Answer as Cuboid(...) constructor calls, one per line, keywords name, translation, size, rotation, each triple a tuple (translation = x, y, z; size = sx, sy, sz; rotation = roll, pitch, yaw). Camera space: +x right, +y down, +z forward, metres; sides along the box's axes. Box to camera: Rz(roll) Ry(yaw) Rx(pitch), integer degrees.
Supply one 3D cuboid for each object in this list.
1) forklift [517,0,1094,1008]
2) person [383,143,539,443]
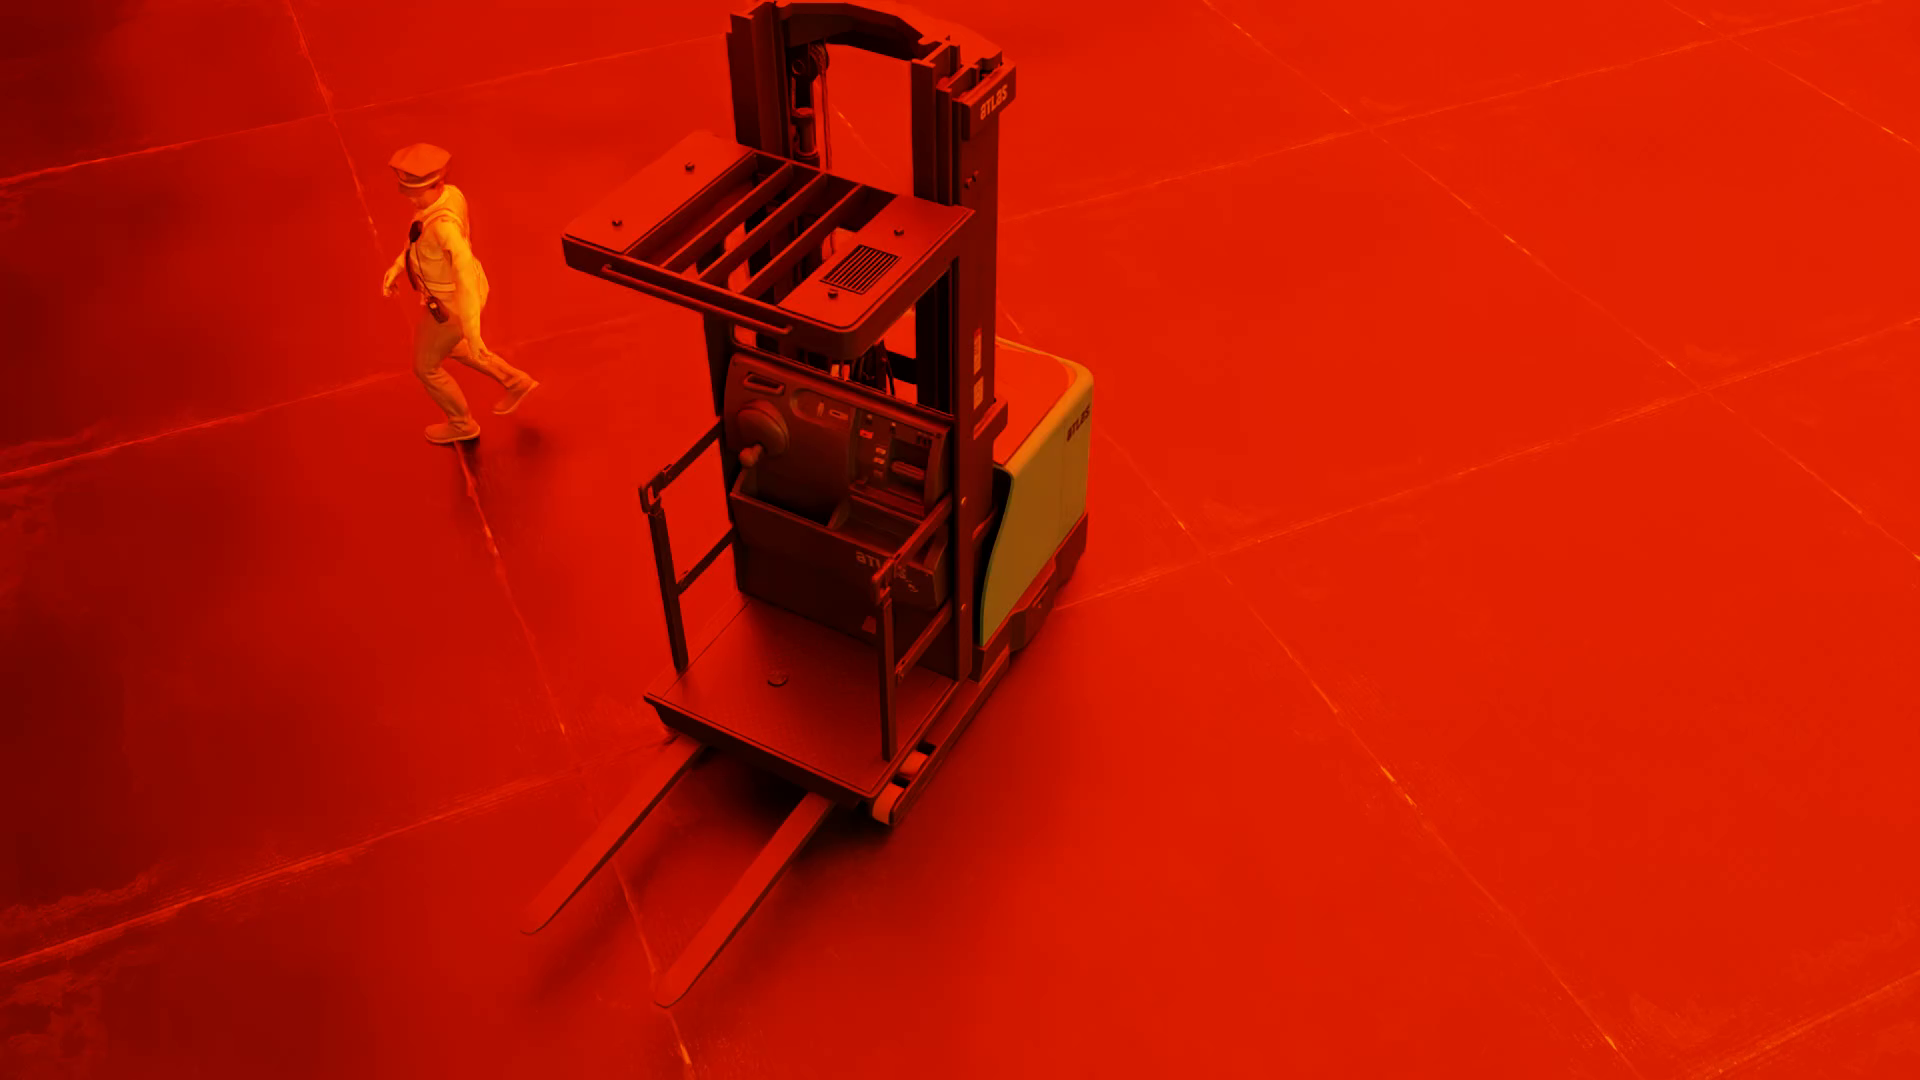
Cuboid(name="forklift", translation=(-0.573, -0.298, 6.000), size=(1.130, 2.935, 3.031), rotation=(21, 47, 21))
Cuboid(name="person", translation=(-2.420, -1.107, 7.845), size=(0.593, 1.613, 0.620), rotation=(1, 43, 1))
